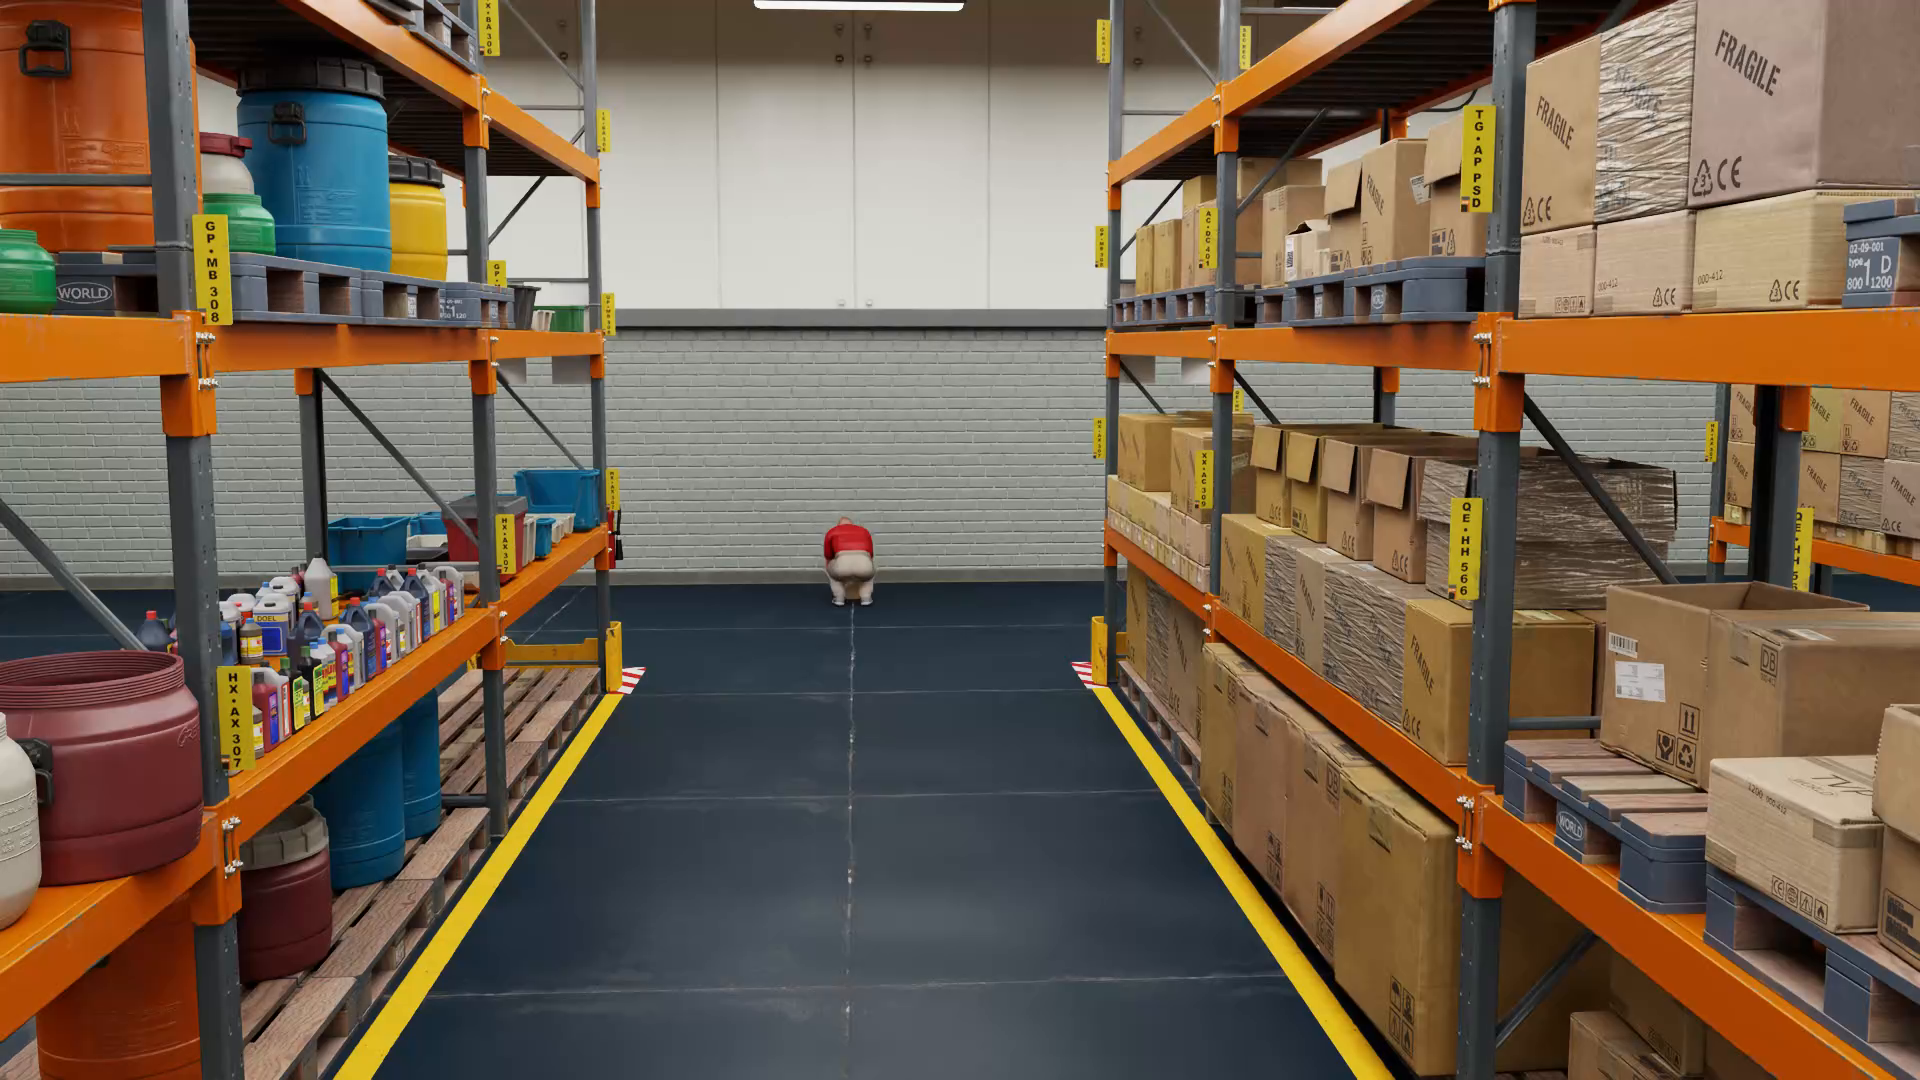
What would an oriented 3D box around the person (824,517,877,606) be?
[{"bbox_3d":[-1.155,0.230,17.527,0.560,0.876,0.869,0,7,-4],"label":"person"}]
